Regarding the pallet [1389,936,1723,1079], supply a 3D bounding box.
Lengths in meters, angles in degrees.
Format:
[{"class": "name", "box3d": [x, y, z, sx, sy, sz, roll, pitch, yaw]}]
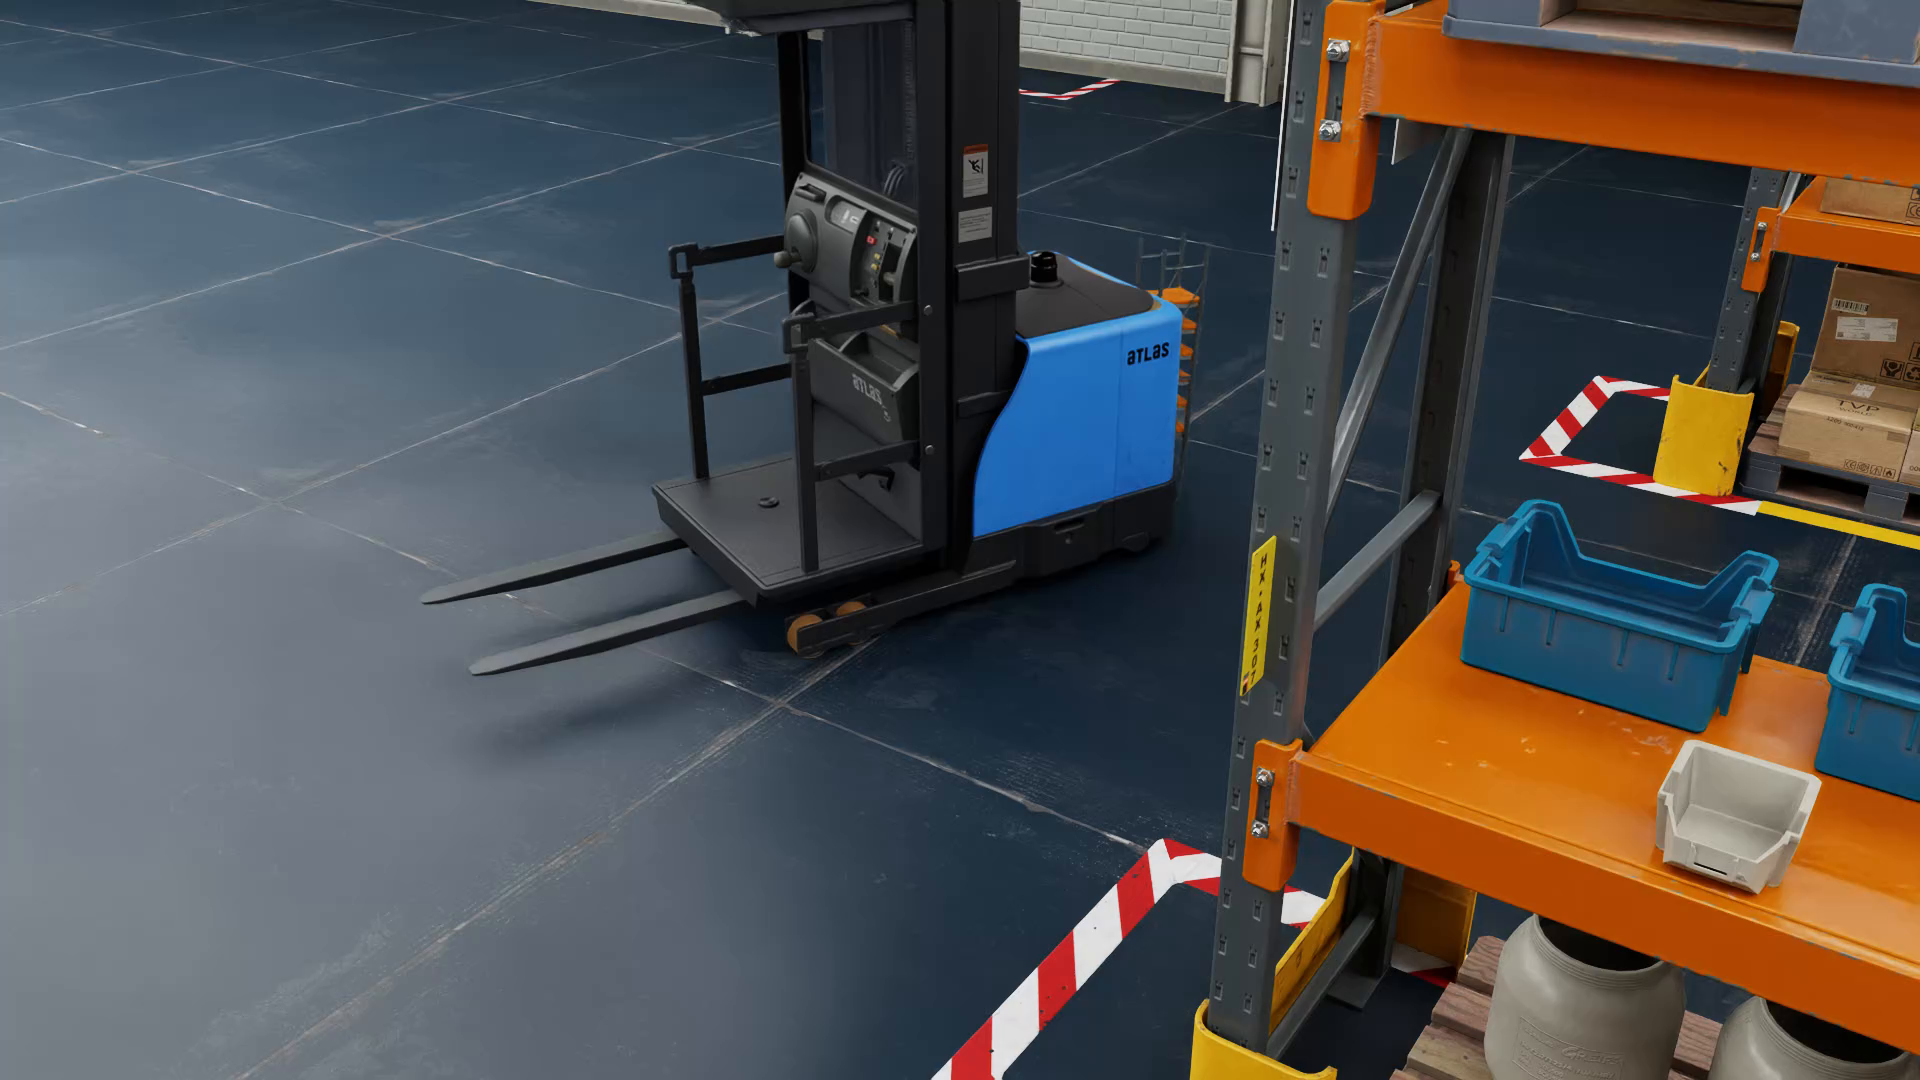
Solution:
[{"class": "pallet", "box3d": [1.668, 1.528, 4.014, 1.213, 0.211, 1.003, 17, 32, 30]}]

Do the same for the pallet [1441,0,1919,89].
[{"class": "pallet", "box3d": [1.539, -0.931, 2.672, 1.213, 0.211, 1.003, 17, 32, 30]}]

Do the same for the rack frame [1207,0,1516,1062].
[{"class": "rack frame", "box3d": [0.913, 0.073, 3.799, 0.127, 3.000, 1.000, 17, 32, 30]}]

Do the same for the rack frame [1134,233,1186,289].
[{"class": "rack frame", "box3d": [0.844, -0.773, 7.428, 0.240, 1.200, 0.006, -10, 29, -25]}]

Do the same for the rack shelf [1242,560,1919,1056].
[{"class": "rack shelf", "box3d": [2.561, 0.907, 2.953, 4.000, 0.370, 1.077, 17, 32, 30]}]

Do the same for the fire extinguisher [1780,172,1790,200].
[{"class": "fire extinguisher", "box3d": [3.886, -1.947, 7.855, 0.183, 0.674, 0.296, 17, 32, 30]}]

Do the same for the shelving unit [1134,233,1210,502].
[{"class": "shelving unit", "box3d": [0.886, -0.735, 7.356, 0.258, 1.200, 0.189, -10, 29, -25]}]

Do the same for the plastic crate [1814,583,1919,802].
[{"class": "plastic crate", "box3d": [2.027, 0.325, 3.468, 0.408, 0.251, 0.499, 17, 32, 30]}]

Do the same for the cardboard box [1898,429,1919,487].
[{"class": "cardboard box", "box3d": [4.450, -0.392, 7.281, 0.500, 0.250, 0.500, 17, 32, 30]}]

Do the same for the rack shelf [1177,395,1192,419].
[{"class": "rack shelf", "box3d": [0.878, -0.588, 7.428, 0.258, 0.103, 0.180, -10, 29, -25]}]

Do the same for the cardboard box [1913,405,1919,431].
[{"class": "cardboard box", "box3d": [4.449, -0.725, 7.110, 0.500, 0.500, 0.500, 17, 32, 30]}]

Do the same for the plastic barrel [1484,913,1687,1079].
[{"class": "plastic barrel", "box3d": [1.498, 1.135, 3.992, 0.421, 0.512, 0.421, 0, 27, 0]}]

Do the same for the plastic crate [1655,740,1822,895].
[{"class": "plastic crate", "box3d": [1.468, 0.541, 3.171, 0.250, 0.136, 0.298, 17, 32, 30]}]

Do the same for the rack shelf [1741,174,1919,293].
[{"class": "rack shelf", "box3d": [5.369, -0.944, 6.590, 4.000, 0.370, 1.077, 17, 32, 30]}]

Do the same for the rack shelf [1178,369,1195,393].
[{"class": "rack shelf", "box3d": [0.884, -0.695, 7.375, 0.258, 0.103, 0.180, -10, 29, -25]}]

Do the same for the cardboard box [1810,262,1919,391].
[{"class": "cardboard box", "box3d": [4.331, -1.047, 7.743, 0.500, 0.500, 0.500, 17, 32, 30]}]

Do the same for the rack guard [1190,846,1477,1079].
[{"class": "rack guard", "box3d": [1.002, 1.189, 4.362, 0.348, 0.500, 1.175, 17, 32, 30]}]

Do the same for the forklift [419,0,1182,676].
[{"class": "forklift", "box3d": [-0.600, -1.126, 6.231, 3.031, 2.935, 1.130, -16, 31, -28]}]

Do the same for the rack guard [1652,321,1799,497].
[{"class": "rack guard", "box3d": [3.700, -0.670, 8.015, 0.348, 0.500, 1.175, 17, 32, 30]}]

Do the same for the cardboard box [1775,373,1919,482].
[{"class": "cardboard box", "box3d": [4.036, -0.519, 7.531, 0.500, 0.250, 0.500, 17, 32, 30]}]

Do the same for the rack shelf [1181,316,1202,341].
[{"class": "rack shelf", "box3d": [0.896, -0.911, 7.270, 0.258, 0.103, 0.180, -10, 29, -25]}]

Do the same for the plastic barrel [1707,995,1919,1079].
[{"class": "plastic barrel", "box3d": [1.911, 1.264, 3.739, 0.421, 0.512, 0.421, 0, 27, 0]}]

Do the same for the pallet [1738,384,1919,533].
[{"class": "pallet", "box3d": [4.374, -0.354, 7.714, 1.213, 0.211, 1.003, 17, 32, 30]}]

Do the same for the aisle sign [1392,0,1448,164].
[{"class": "aisle sign", "box3d": [1.021, -1.215, 3.464, 0.004, 0.787, 0.394, 17, 32, 30]}]

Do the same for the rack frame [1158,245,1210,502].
[{"class": "rack frame", "box3d": [0.928, -0.698, 7.284, 0.240, 1.200, 0.006, -10, 29, -25]}]

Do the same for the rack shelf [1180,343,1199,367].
[{"class": "rack shelf", "box3d": [0.890, -0.803, 7.323, 0.258, 0.103, 0.180, -10, 29, -25]}]

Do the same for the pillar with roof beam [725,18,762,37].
[{"class": "pillar with roof beam", "box3d": [-4.740, -7.920, 12.891, 0.400, 9.000, 9.100, 17, 32, 30]}]

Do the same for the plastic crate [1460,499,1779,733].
[{"class": "plastic crate", "box3d": [1.495, 0.156, 3.800, 0.616, 0.251, 0.499, 17, 32, 30]}]

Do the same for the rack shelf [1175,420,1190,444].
[{"class": "rack shelf", "box3d": [0.872, -0.480, 7.480, 0.258, 0.103, 0.180, -10, 29, -25]}]

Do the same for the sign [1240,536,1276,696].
[{"class": "sign", "box3d": [0.598, 0.154, 3.335, 0.005, 0.325, 0.100, 17, 32, 30]}]

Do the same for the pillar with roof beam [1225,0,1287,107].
[{"class": "pillar with roof beam", "box3d": [0.205, -6.379, 9.864, 0.400, 9.000, 9.100, 17, 32, 30]}]

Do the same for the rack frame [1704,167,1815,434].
[{"class": "rack frame", "box3d": [3.720, -1.778, 7.436, 0.127, 3.000, 1.000, 17, 32, 30]}]

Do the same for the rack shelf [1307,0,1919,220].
[{"class": "rack shelf", "box3d": [2.561, -0.430, 2.273, 4.000, 0.370, 1.077, 17, 32, 30]}]

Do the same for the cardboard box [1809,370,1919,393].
[{"class": "cardboard box", "box3d": [4.329, -0.712, 7.911, 0.500, 0.250, 0.500, 17, 32, 30]}]

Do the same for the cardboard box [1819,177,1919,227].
[{"class": "cardboard box", "box3d": [4.098, -1.698, 7.169, 0.500, 0.500, 0.700, 17, 32, 30]}]

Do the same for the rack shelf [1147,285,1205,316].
[{"class": "rack shelf", "box3d": [0.901, -1.019, 7.218, 0.258, 0.103, 0.180, -10, 29, -25]}]

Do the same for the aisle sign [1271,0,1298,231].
[{"class": "aisle sign", "box3d": [0.687, -0.994, 3.031, 0.004, 0.787, 0.394, 17, 32, 30]}]
